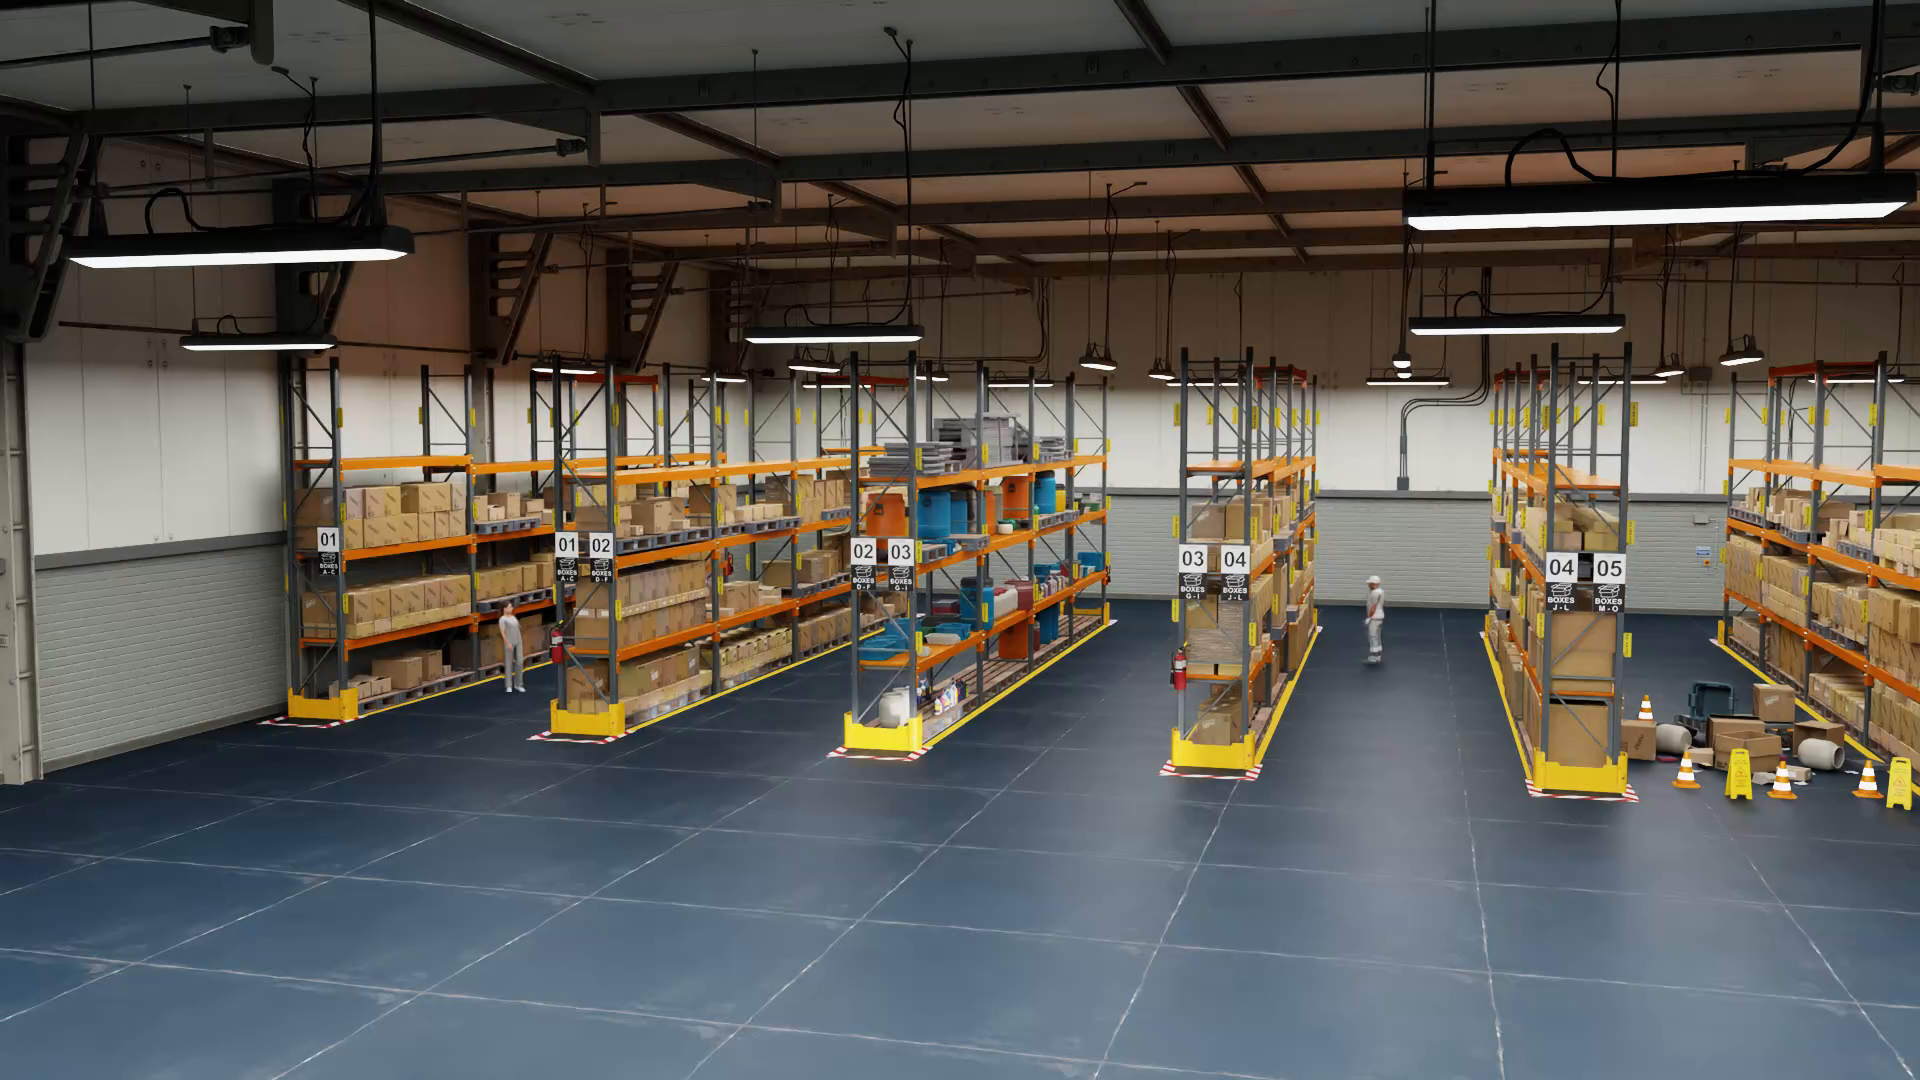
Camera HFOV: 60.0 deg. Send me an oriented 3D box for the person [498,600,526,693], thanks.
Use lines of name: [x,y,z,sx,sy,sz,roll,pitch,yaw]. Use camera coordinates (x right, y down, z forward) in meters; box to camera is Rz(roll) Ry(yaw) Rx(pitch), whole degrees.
person: [-8.181,1.954,30.390,0.507,1.704,0.524,-4,6,-44]

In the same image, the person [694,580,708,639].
person: [-5.885,1.440,37.727,0.447,1.567,0.633,1,4,9]

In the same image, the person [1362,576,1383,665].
person: [8.381,1.624,33.738,0.393,1.798,0.553,2,5,25]
